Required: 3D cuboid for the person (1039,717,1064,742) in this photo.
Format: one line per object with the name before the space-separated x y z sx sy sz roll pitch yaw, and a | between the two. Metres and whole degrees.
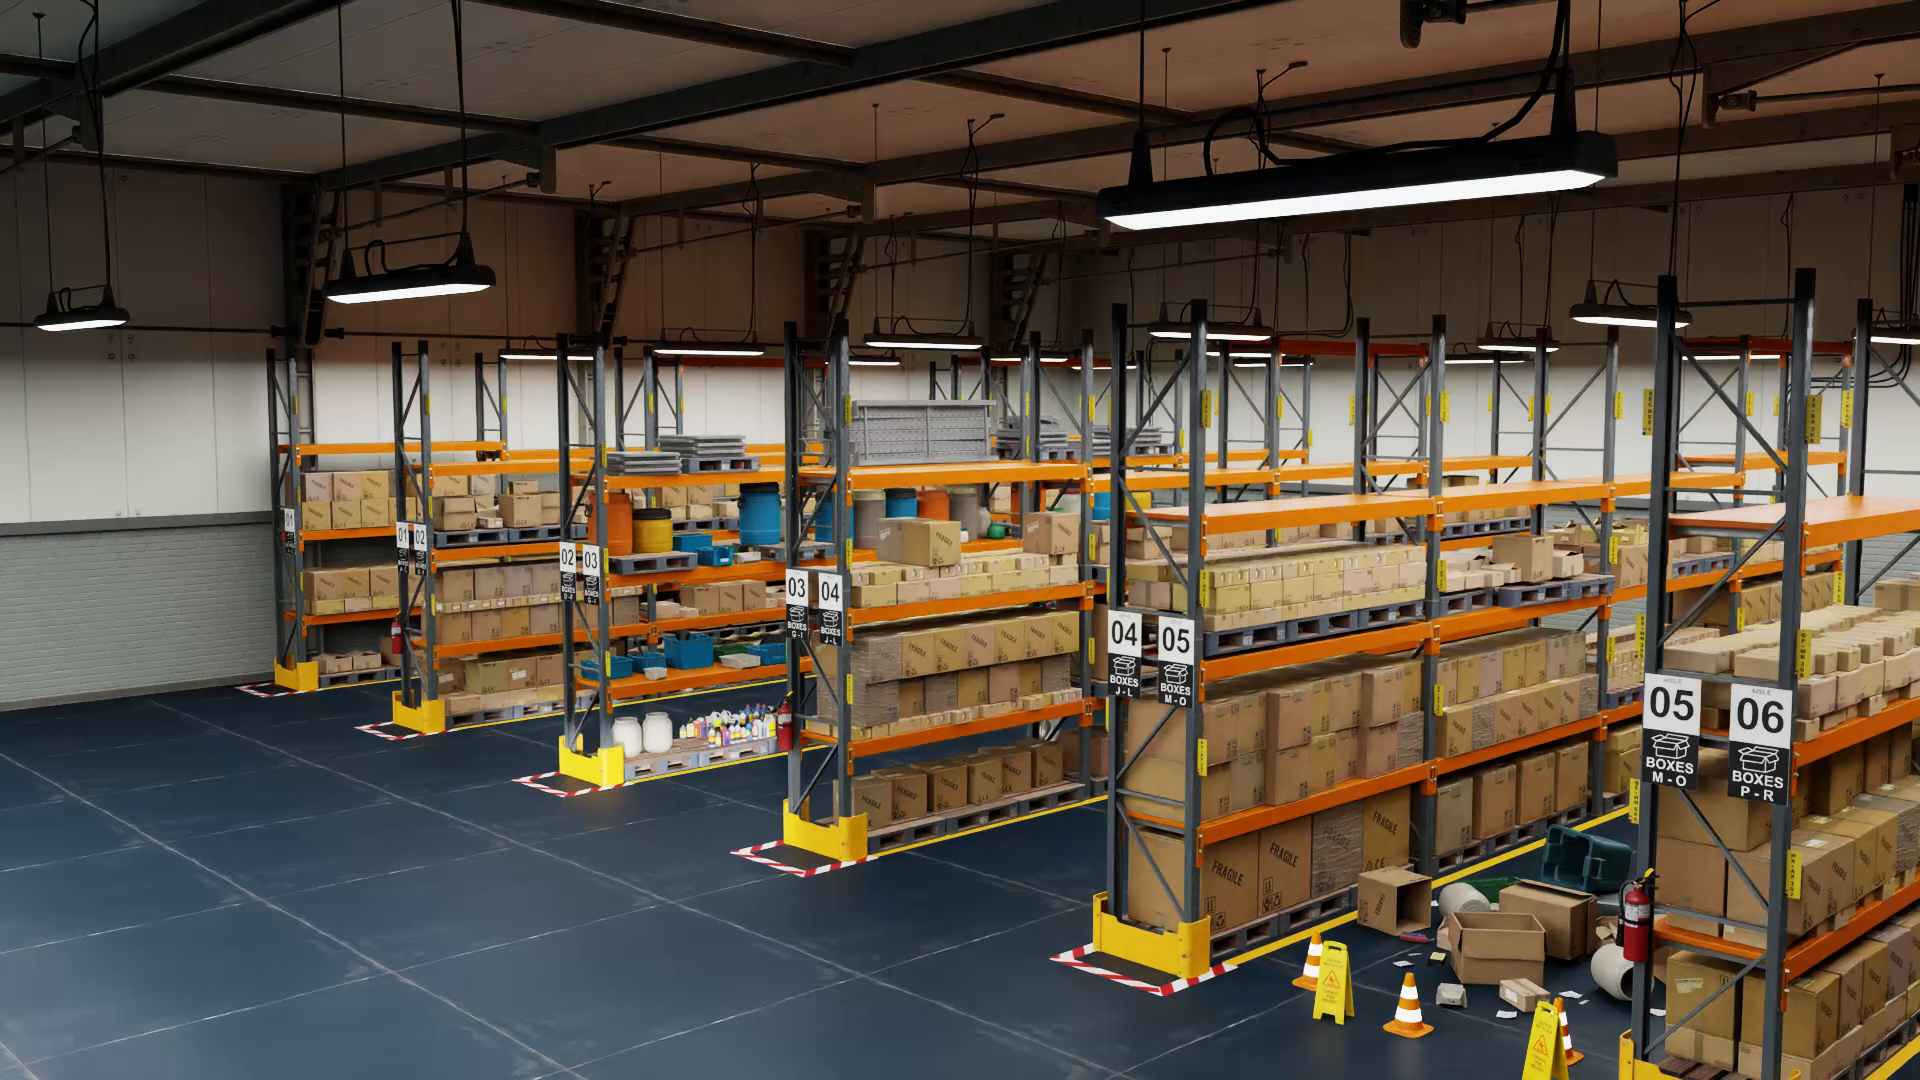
person | 1.306 2.295 23.557 0.768 1.683 0.647 -5 7 -44
